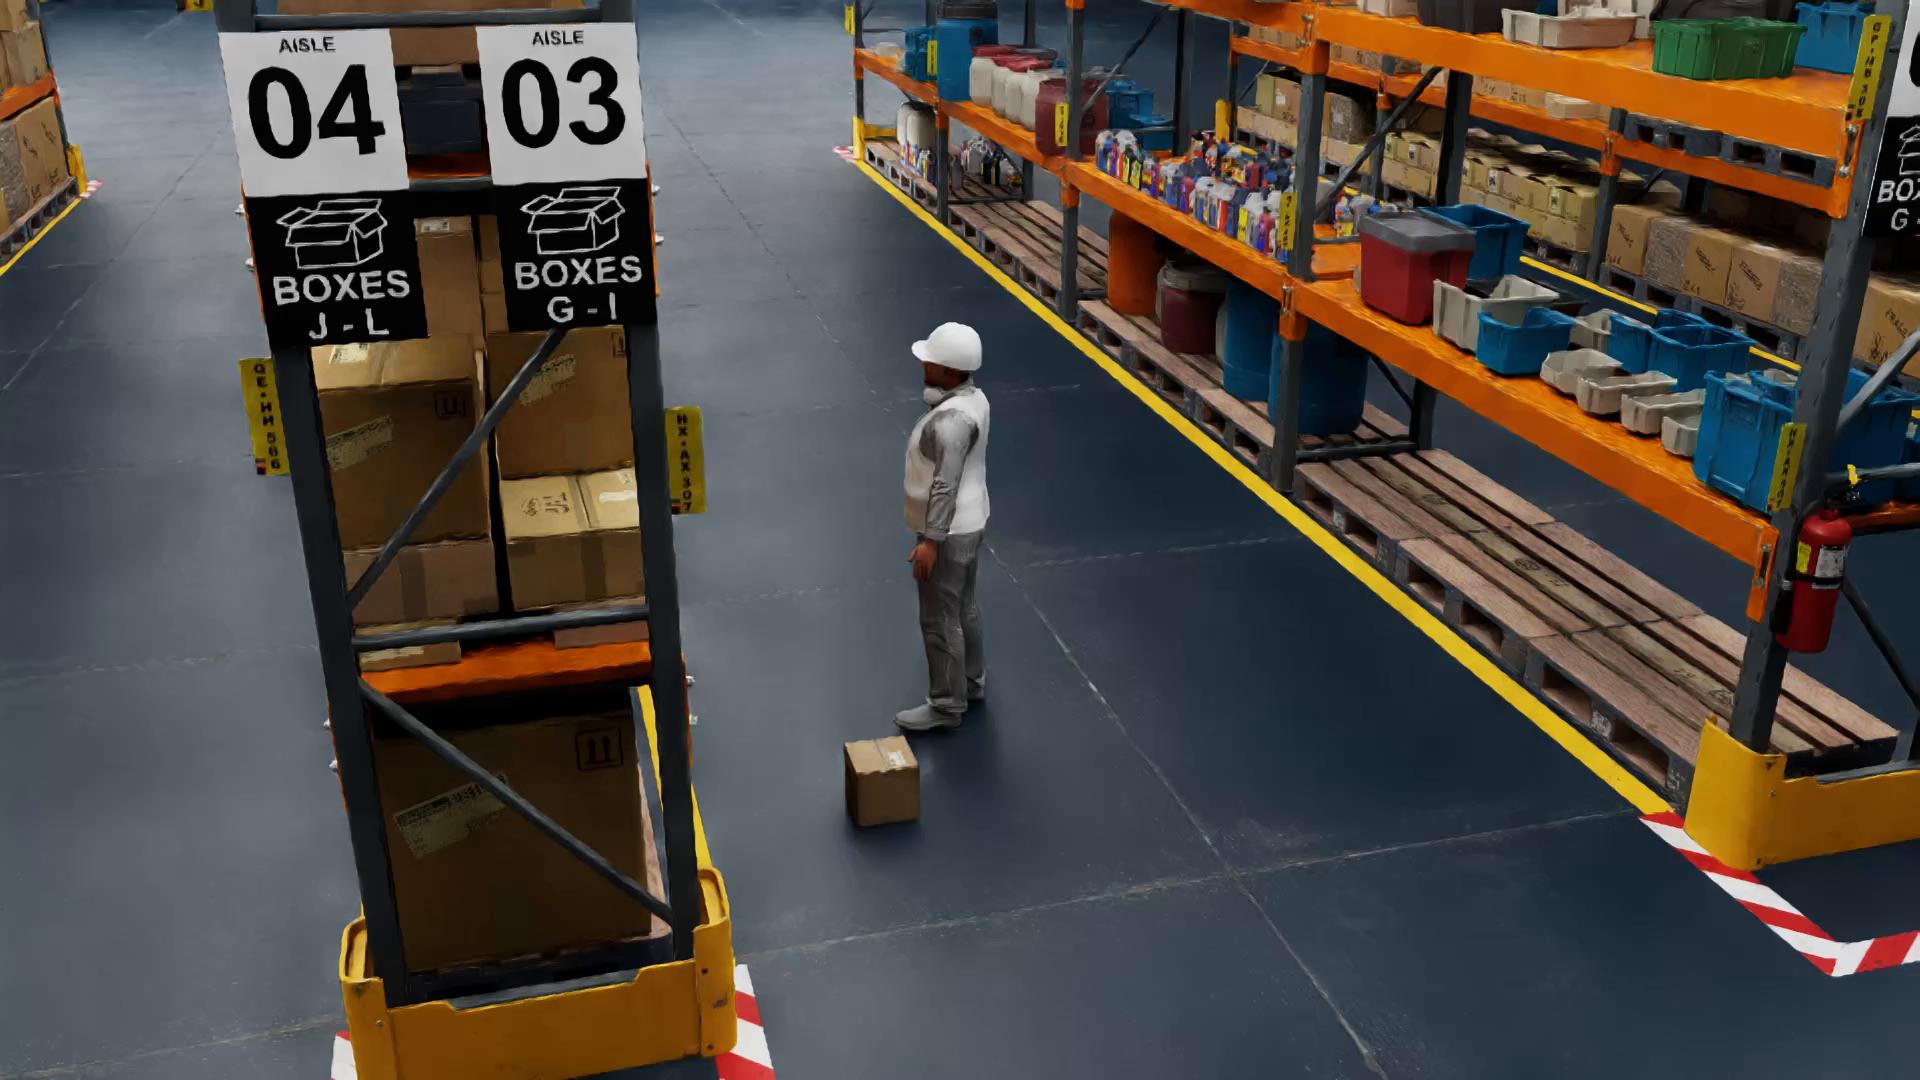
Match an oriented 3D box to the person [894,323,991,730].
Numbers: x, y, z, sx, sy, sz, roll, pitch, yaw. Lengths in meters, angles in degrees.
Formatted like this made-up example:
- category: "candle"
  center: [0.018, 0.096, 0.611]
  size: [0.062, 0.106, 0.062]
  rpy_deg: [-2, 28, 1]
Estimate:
- category: "person"
  center: [-0.067, -0.065, 7.145]
  size: [0.379, 1.783, 0.628]
  rpy_deg: [4, 23, 9]
